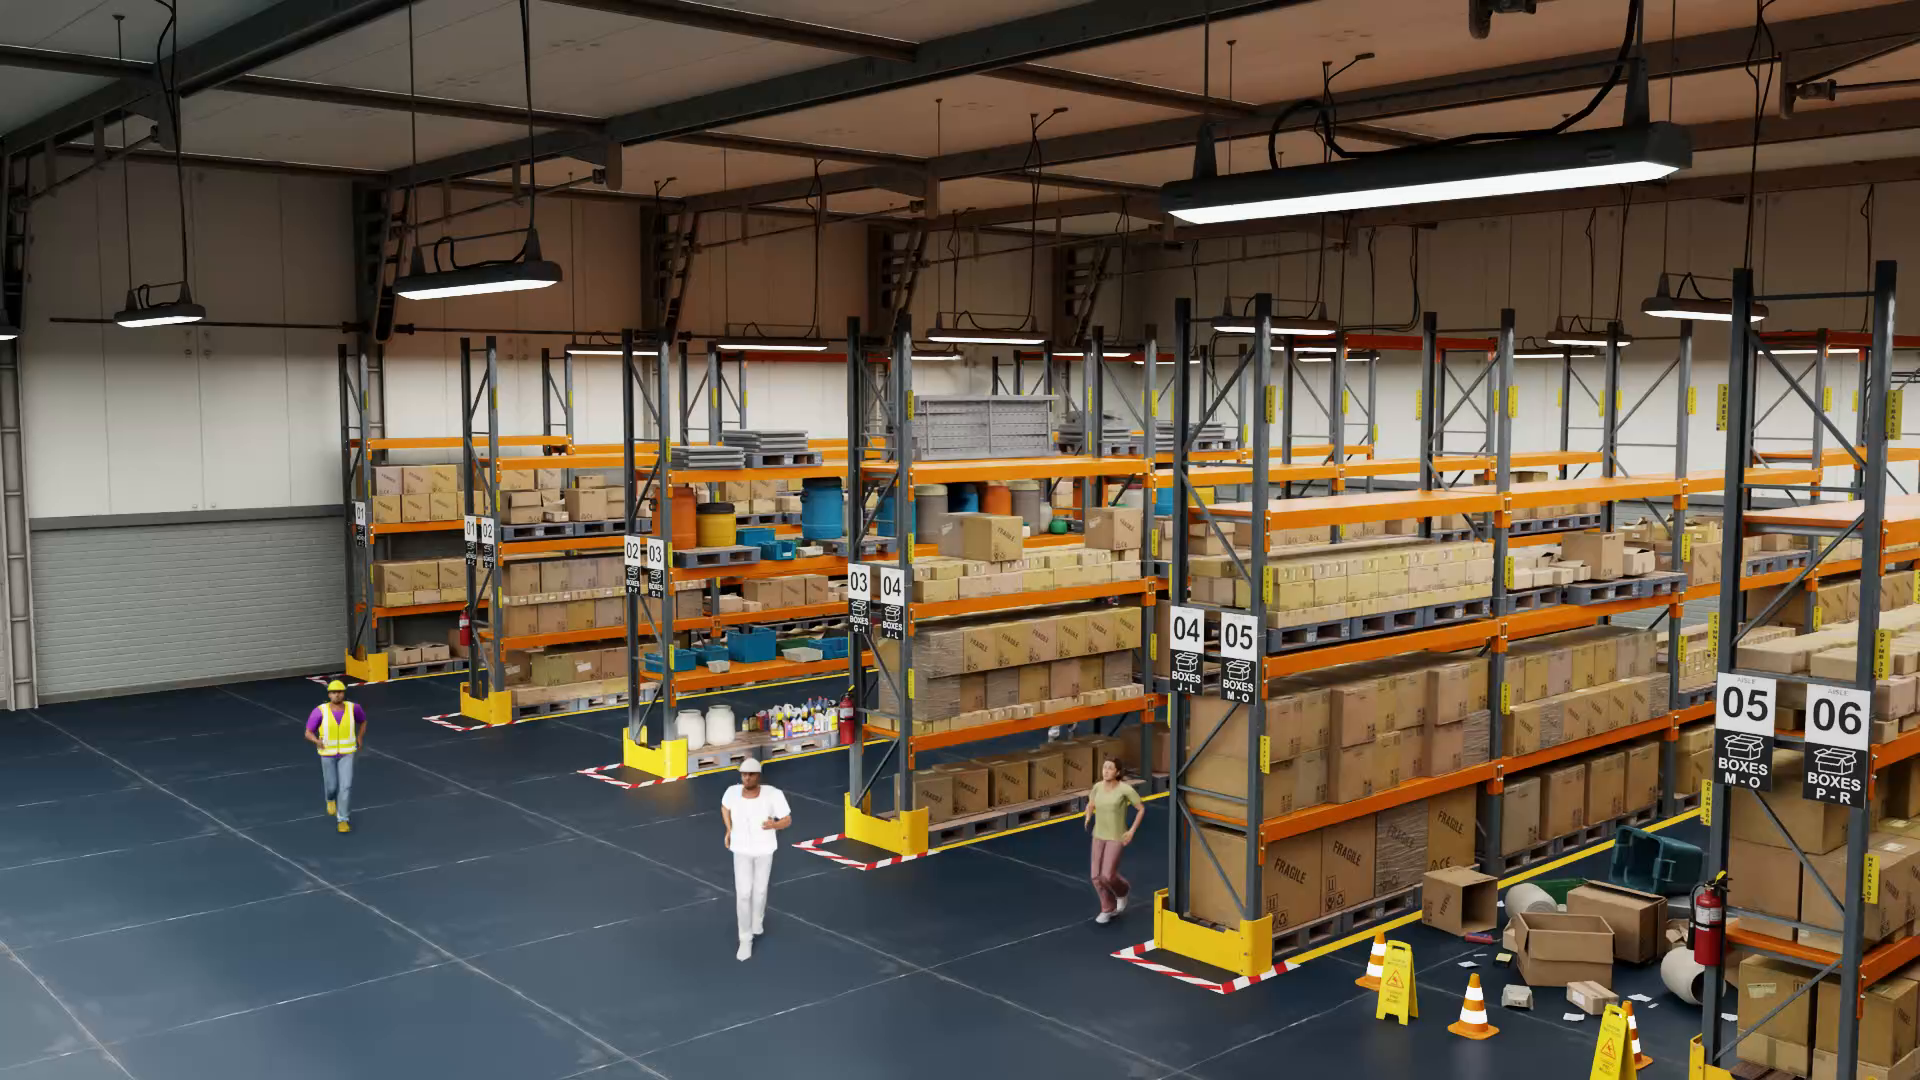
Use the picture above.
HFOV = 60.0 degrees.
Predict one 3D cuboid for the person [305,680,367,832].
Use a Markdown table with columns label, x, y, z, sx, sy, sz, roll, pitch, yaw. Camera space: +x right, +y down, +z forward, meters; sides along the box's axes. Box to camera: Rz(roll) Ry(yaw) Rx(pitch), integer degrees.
| label | x | y | z | sx | sy | sz | roll | pitch | yaw |
| --- | --- | --- | --- | --- | --- | --- | --- | --- | --- |
| person | -7.341 | 2.517 | 19.629 | 0.712 | 1.745 | 0.897 | -2 | 6 | -25 |

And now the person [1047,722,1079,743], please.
| label | x | y | z | sx | sy | sz | roll | pitch | yaw |
| --- | --- | --- | --- | --- | --- | --- | --- | --- | --- |
| person | 1.431 | 2.142 | 23.761 | 0.634 | 1.777 | 0.984 | 5 | 7 | 42 |

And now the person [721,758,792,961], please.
| label | x | y | z | sx | sy | sz | roll | pitch | yaw |
| --- | --- | --- | --- | --- | --- | --- | --- | --- | --- |
| person | -1.892 | 2.914 | 15.441 | 0.665 | 1.831 | 0.788 | 0 | 5 | -4 |

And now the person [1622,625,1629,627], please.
| label | x | y | z | sx | sy | sz | roll | pitch | yaw |
| --- | --- | --- | --- | --- | --- | --- | --- | --- | --- |
| person | 9.584 | 2.141 | 23.991 | 0.741 | 1.830 | 0.680 | -4 | 6 | -36 |

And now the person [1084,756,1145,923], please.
| label | x | y | z | sx | sy | sz | roll | pitch | yaw |
| --- | --- | --- | --- | --- | --- | --- | --- | --- | --- |
| person | 1.464 | 2.914 | 16.188 | 0.594 | 1.642 | 0.549 | 4 | 6 | 36 |
